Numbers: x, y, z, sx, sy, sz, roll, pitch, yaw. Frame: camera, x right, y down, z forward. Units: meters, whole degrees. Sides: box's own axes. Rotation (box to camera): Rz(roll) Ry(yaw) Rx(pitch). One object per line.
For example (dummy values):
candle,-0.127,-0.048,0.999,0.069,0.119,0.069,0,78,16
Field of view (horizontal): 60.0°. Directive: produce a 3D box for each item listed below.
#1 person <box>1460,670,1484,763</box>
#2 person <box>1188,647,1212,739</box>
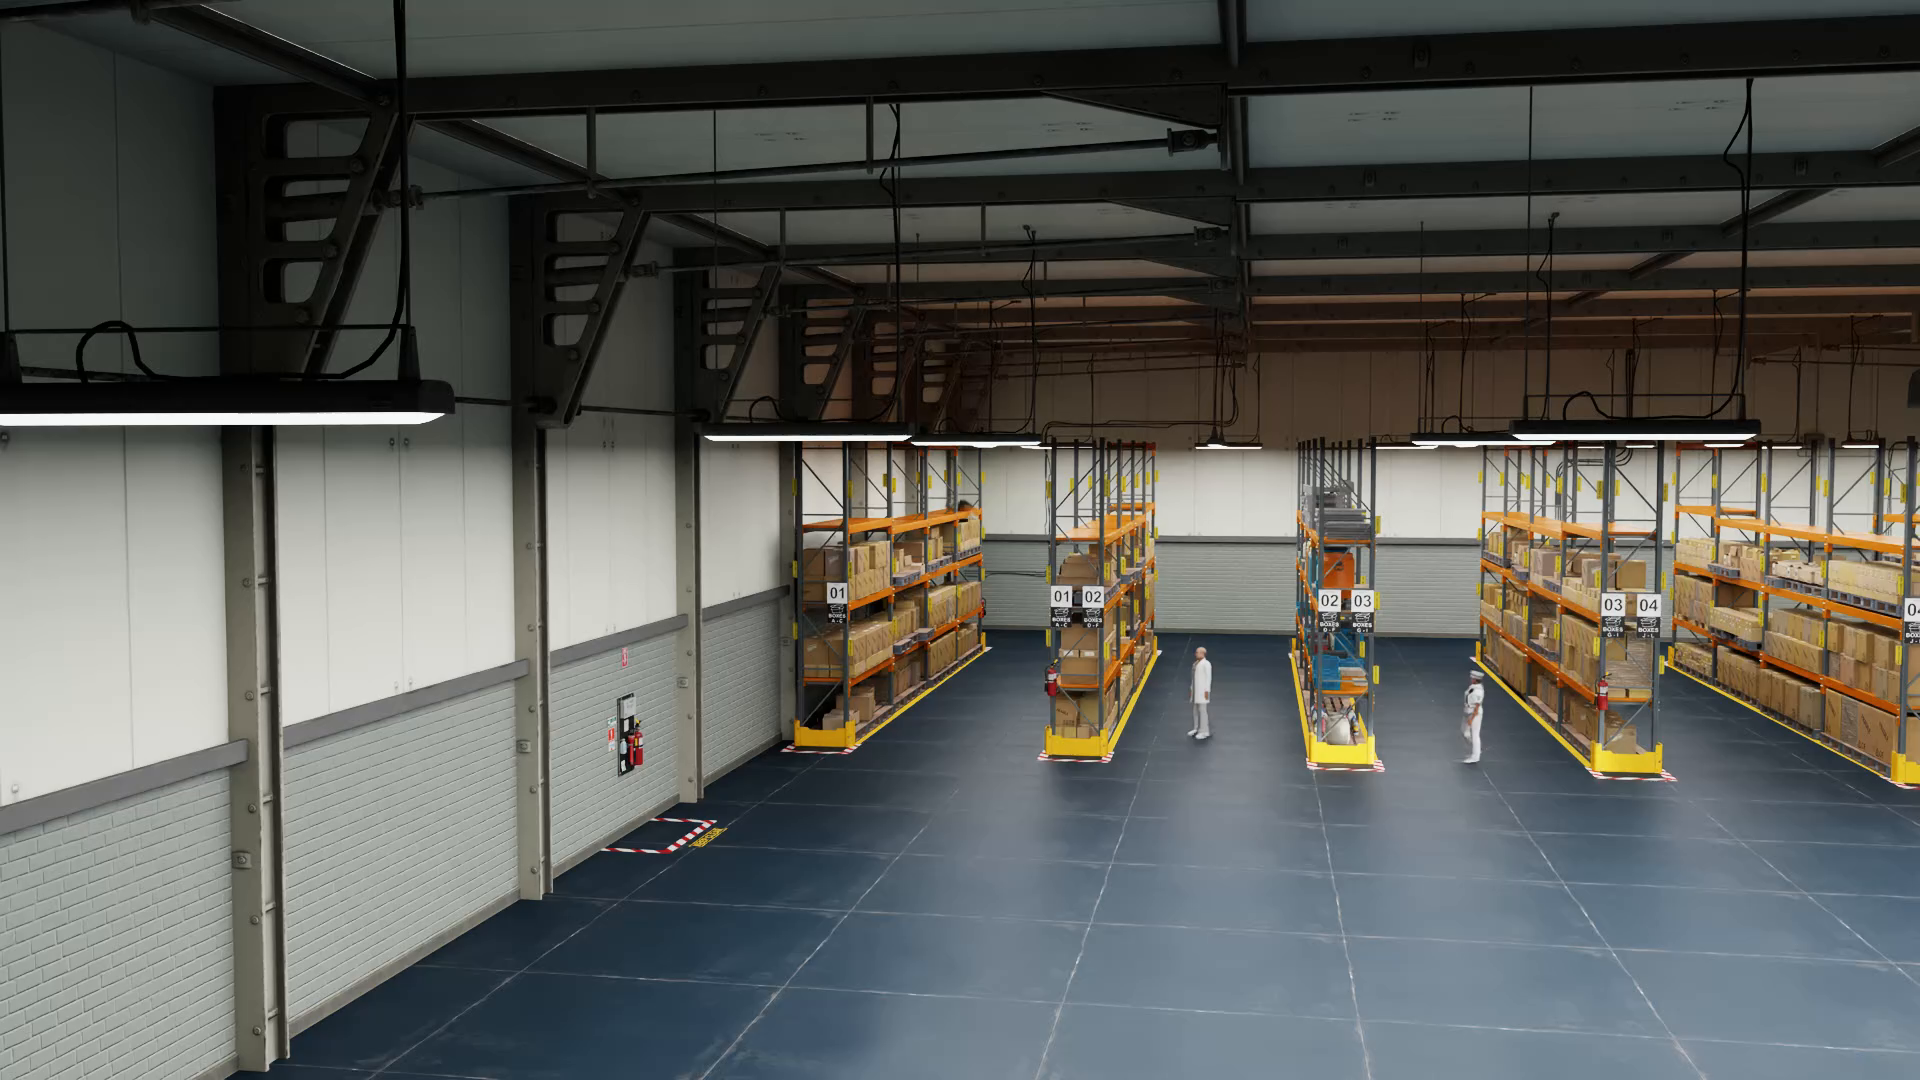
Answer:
person,9.469,3.260,30.798,0.420,1.706,0.578,0,3,-8
person,4.802,3.064,33.489,0.389,1.808,0.626,-1,3,-17
